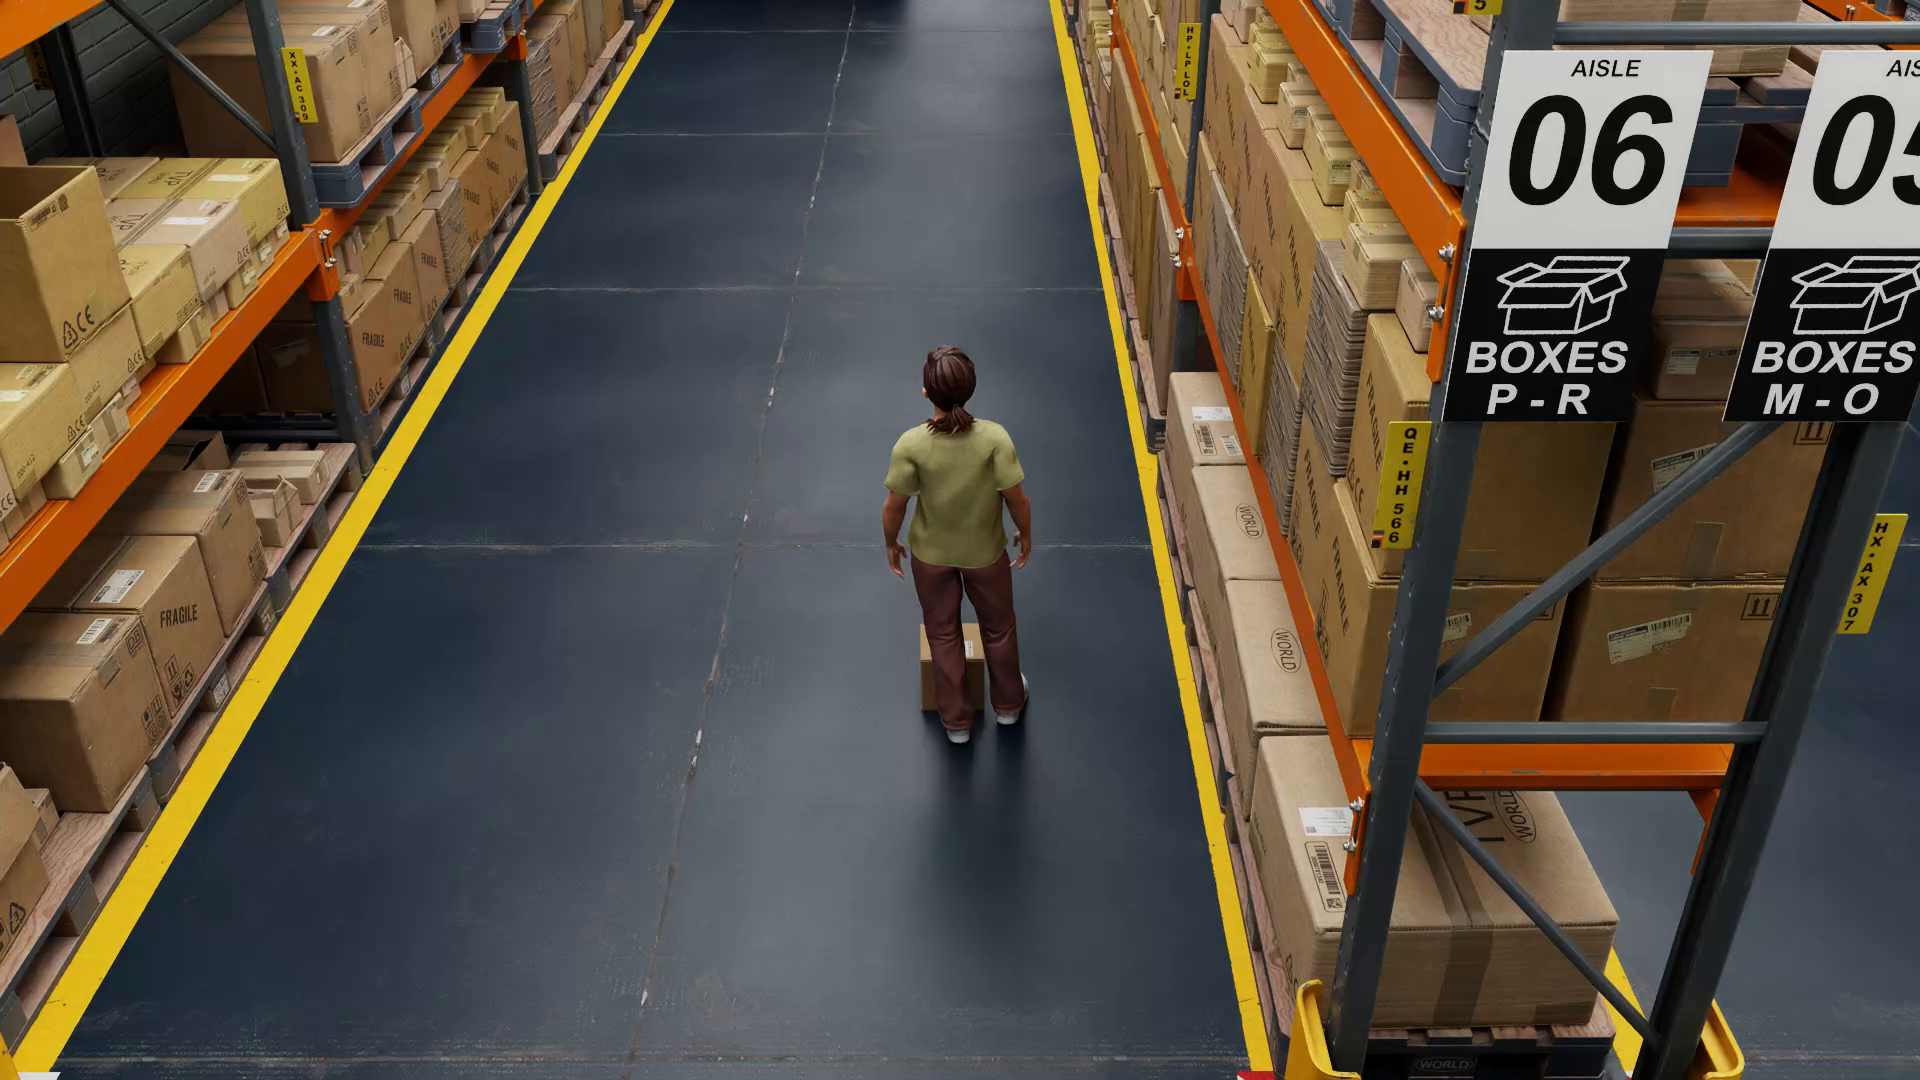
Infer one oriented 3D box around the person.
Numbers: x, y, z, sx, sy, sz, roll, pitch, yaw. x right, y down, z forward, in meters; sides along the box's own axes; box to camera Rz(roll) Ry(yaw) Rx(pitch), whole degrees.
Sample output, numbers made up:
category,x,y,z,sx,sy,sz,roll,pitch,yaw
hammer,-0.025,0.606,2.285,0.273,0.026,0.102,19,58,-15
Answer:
category,x,y,z,sx,sy,sz,roll,pitch,yaw
person,0.000,0.008,6.105,0.554,1.673,0.547,0,32,0
